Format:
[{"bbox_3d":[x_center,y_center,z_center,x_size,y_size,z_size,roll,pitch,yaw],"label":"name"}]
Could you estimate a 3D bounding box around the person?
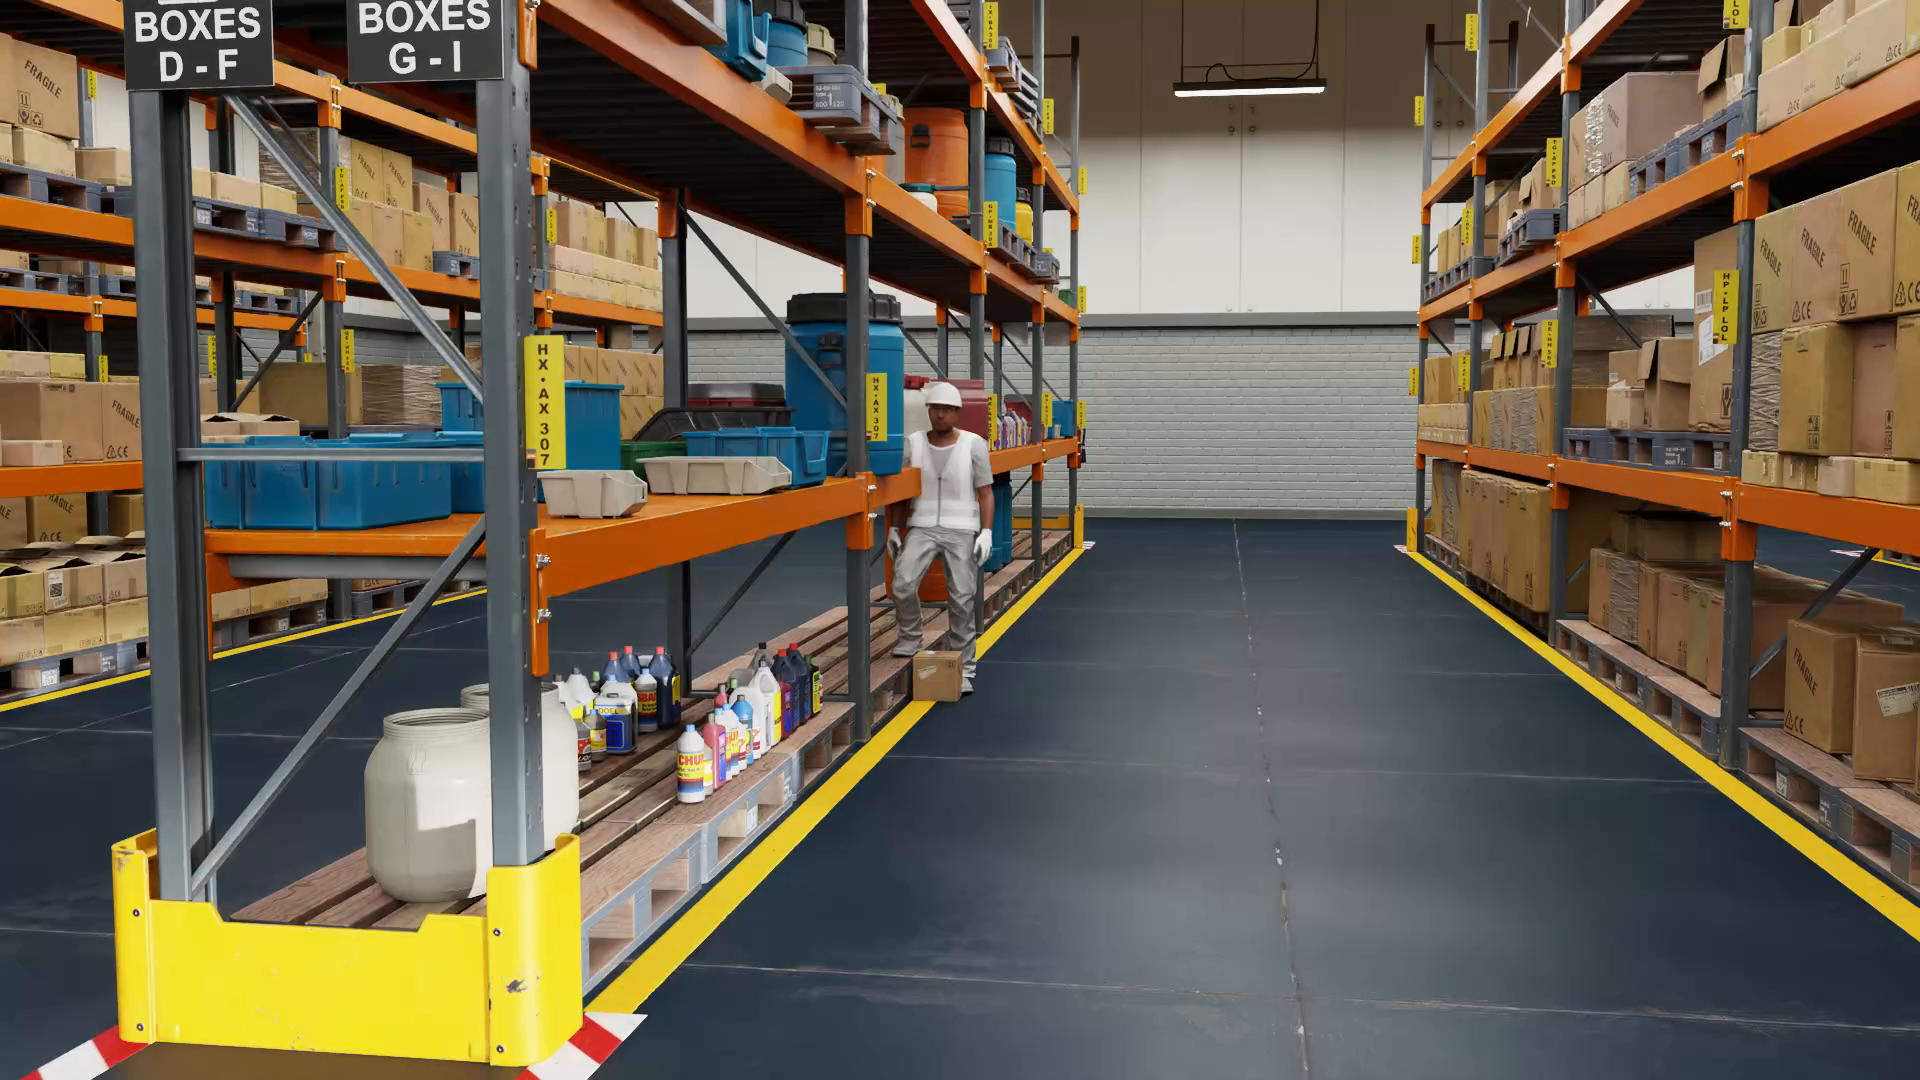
[{"bbox_3d":[-0.117,-0.009,9.558,0.617,1.784,0.524,1,4,9],"label":"person"}]
